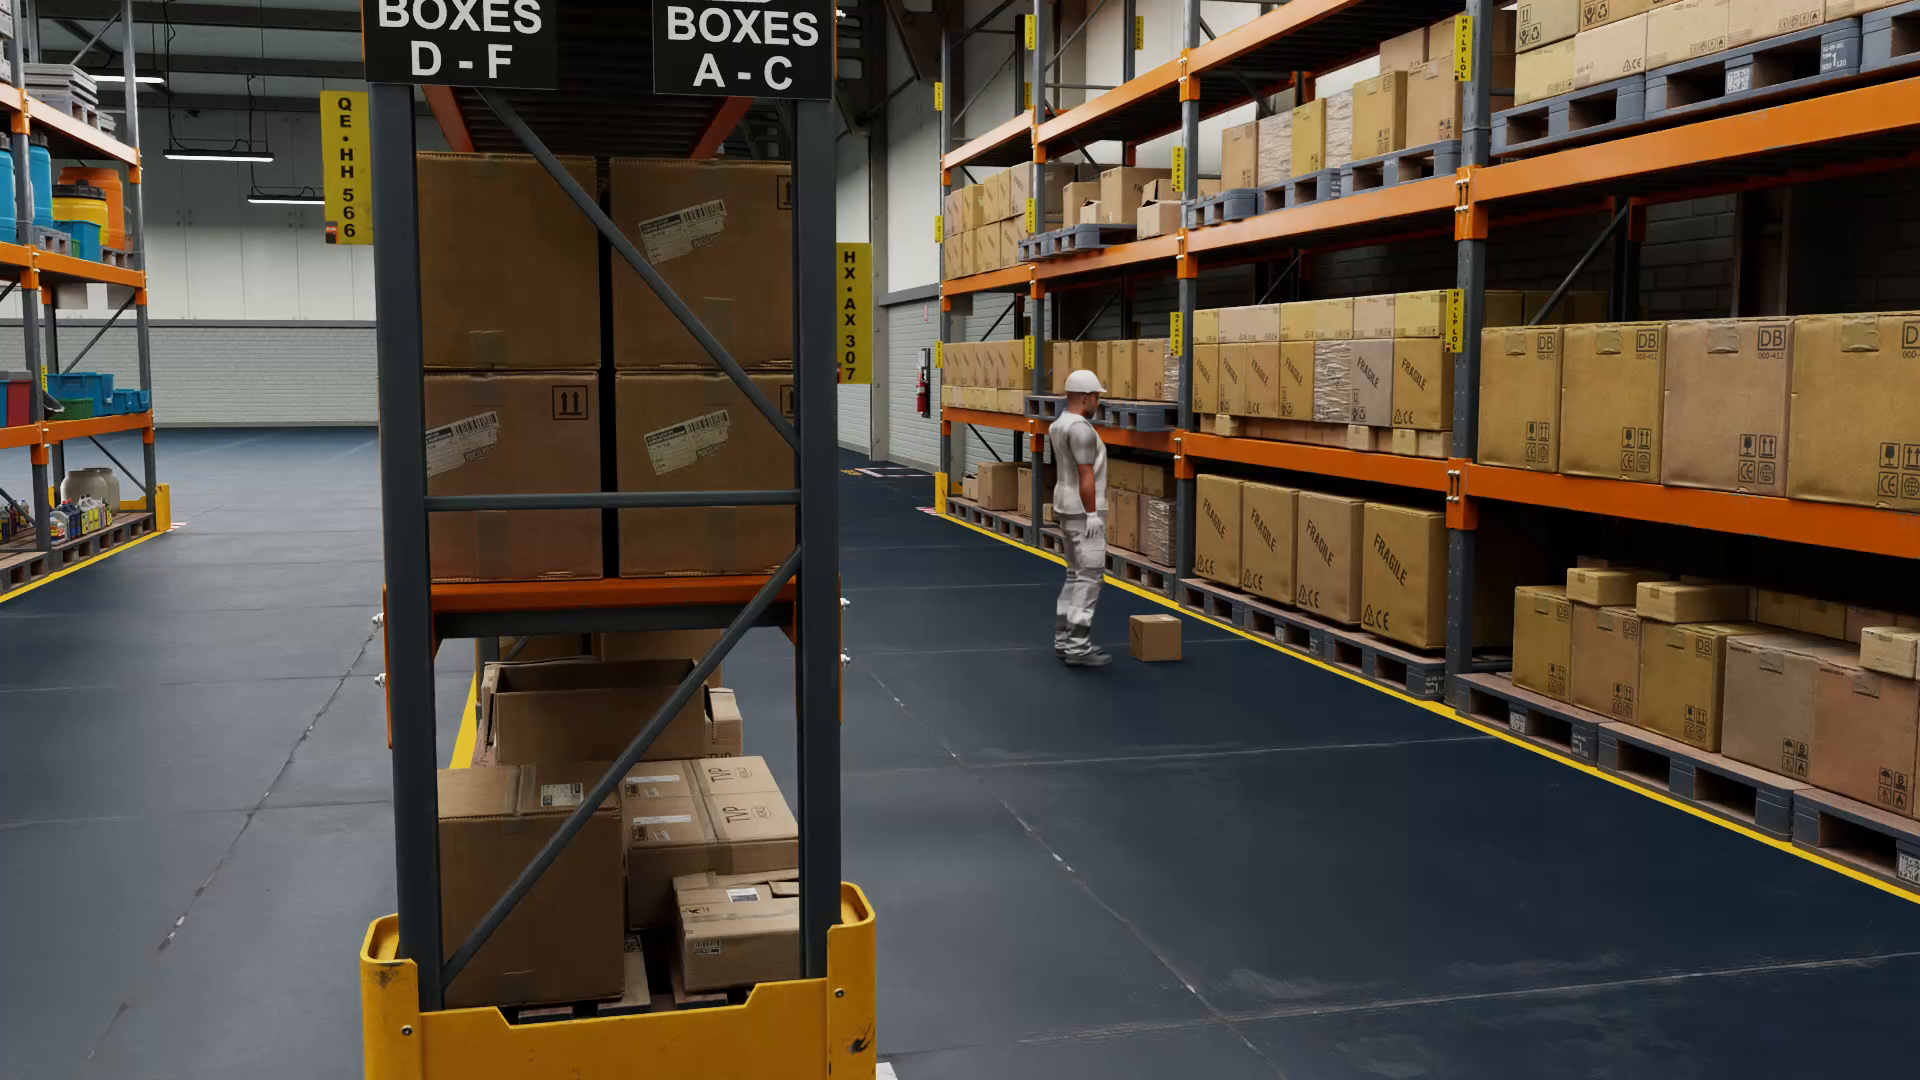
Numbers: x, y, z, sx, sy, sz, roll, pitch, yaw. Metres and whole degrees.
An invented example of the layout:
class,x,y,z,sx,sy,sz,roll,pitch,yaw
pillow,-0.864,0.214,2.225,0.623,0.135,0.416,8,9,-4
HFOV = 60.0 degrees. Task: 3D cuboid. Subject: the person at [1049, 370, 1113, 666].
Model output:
class,x,y,z,sx,sy,sz,roll,pitch,yaw
person,0.739,-0.141,10.164,0.345,1.782,0.527,-1,6,-13
